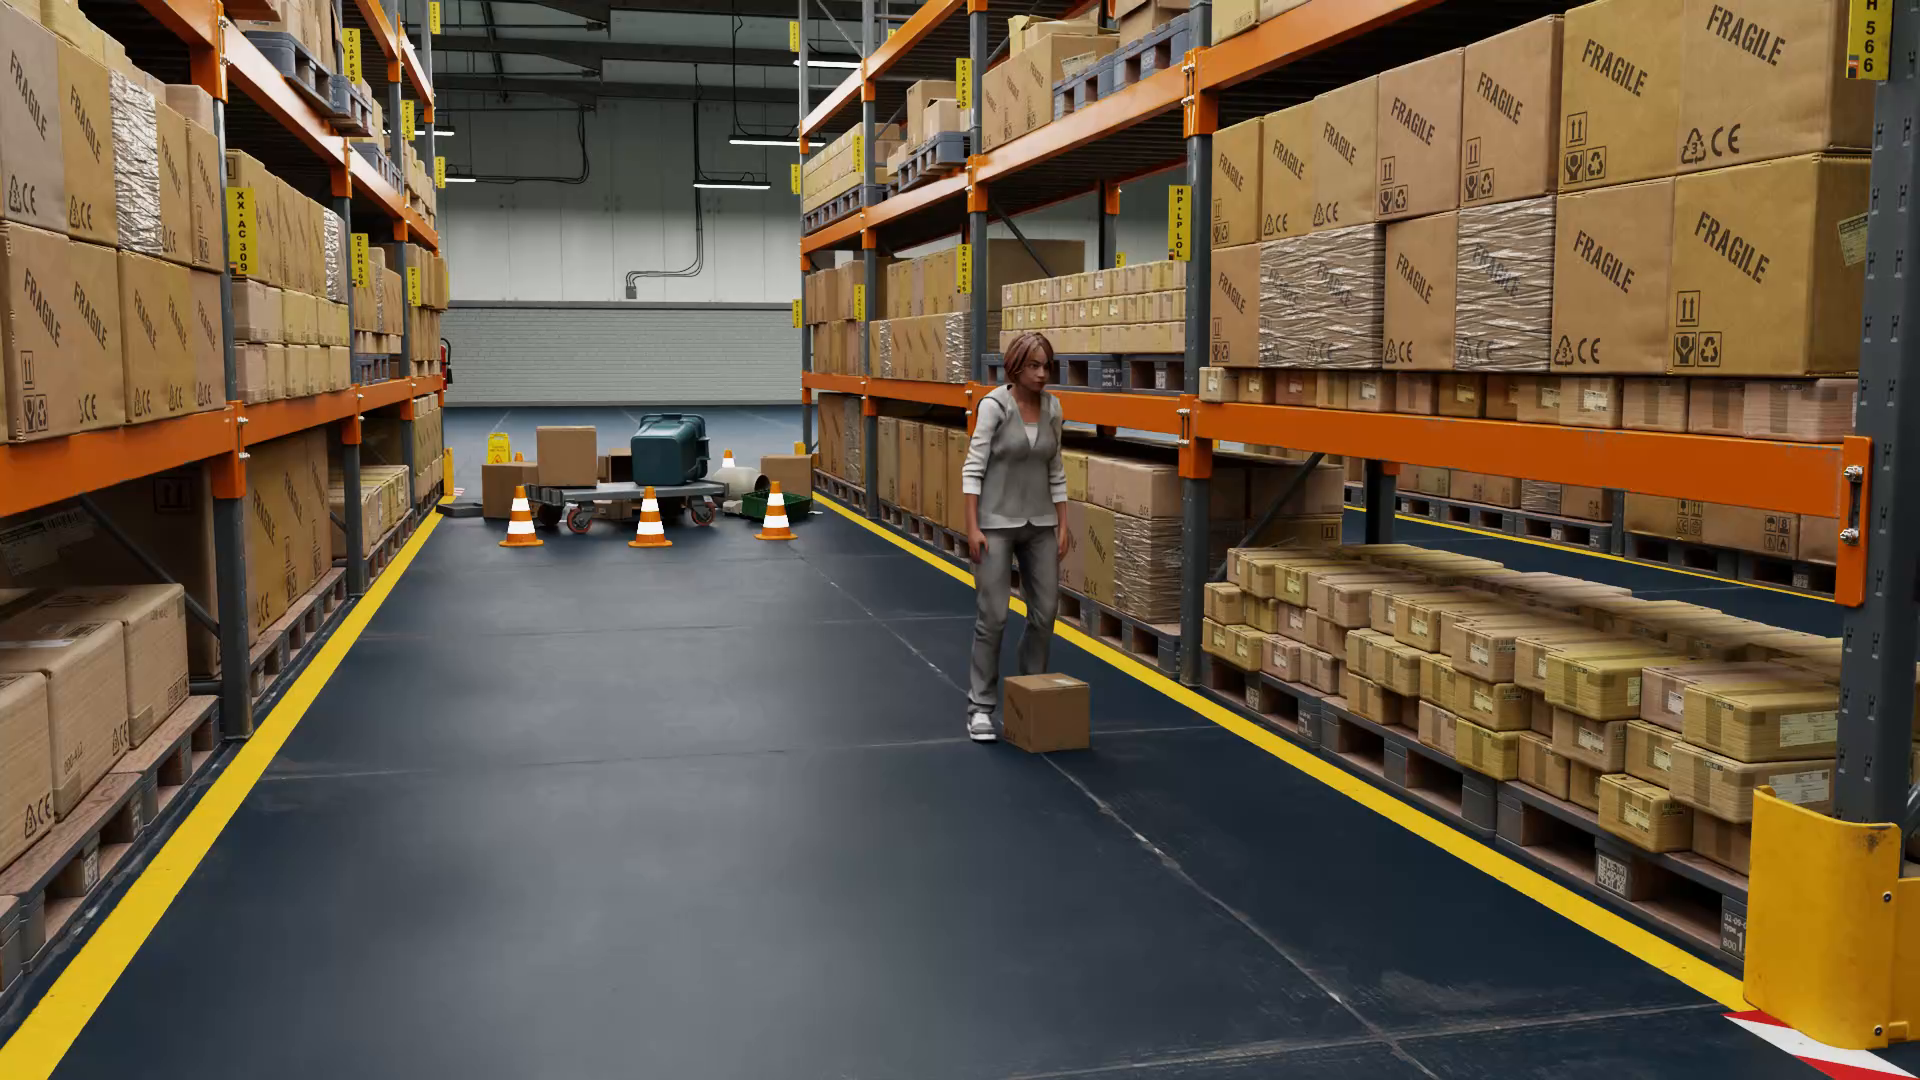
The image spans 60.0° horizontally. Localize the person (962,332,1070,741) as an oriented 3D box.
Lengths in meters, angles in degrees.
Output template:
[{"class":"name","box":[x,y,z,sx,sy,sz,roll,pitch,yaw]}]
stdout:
[{"class":"person","box":[0.225,-0.021,6.580,0.472,1.590,0.347,-3,7,-25]}]
